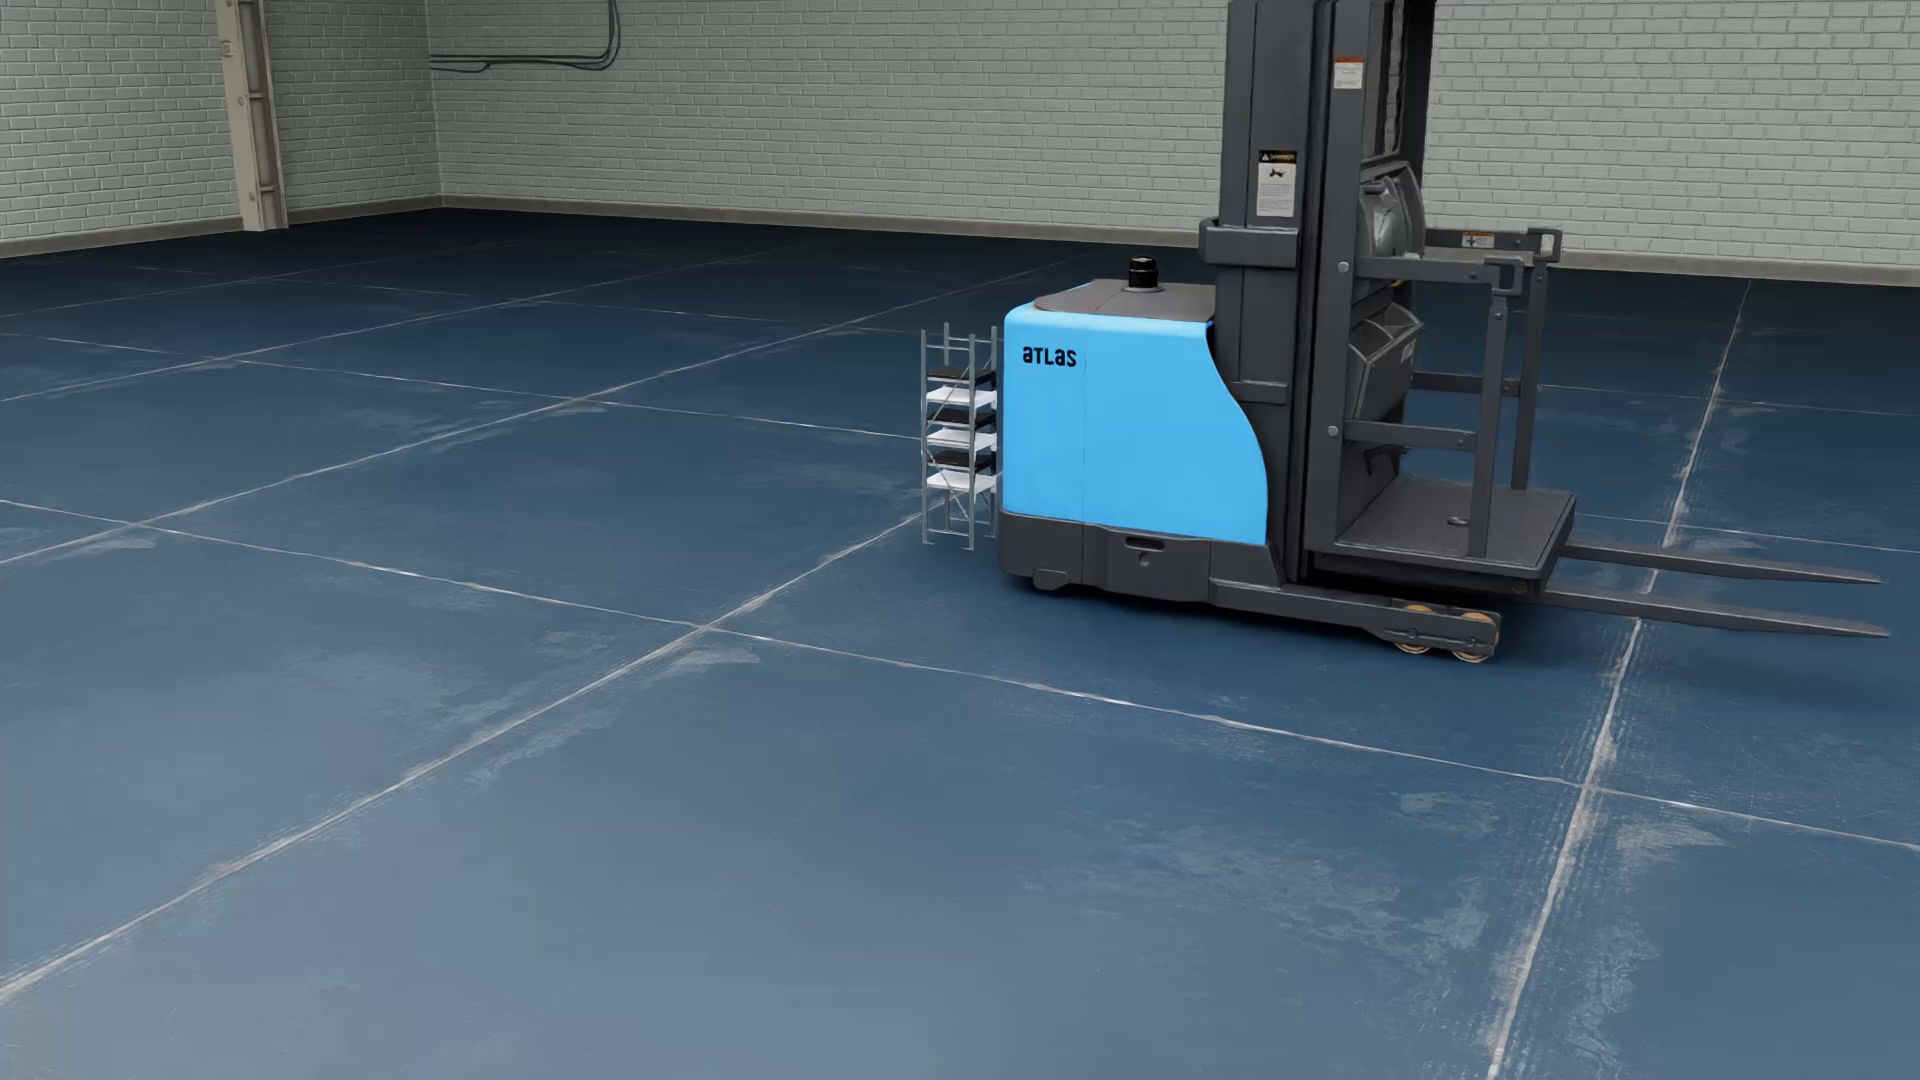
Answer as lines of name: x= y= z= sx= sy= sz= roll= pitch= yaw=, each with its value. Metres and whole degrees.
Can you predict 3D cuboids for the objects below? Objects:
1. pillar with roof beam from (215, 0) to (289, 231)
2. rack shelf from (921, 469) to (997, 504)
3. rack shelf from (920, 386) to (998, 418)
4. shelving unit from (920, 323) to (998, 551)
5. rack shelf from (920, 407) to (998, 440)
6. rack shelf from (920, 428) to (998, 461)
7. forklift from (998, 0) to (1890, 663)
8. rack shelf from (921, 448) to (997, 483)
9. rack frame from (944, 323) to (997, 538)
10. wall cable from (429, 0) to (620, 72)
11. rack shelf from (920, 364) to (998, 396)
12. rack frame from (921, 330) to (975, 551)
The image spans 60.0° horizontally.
pillar with roof beam: x=-4.066 y=-7.312 z=15.837 sx=9.100 sy=9.000 sz=0.400 roll=8 pitch=18 yaw=25
rack shelf: x=-0.004 y=-0.225 z=6.950 sx=0.258 sy=0.077 sz=0.200 roll=8 pitch=18 yaw=25
rack shelf: x=-0.004 y=-0.570 z=6.848 sx=0.258 sy=0.077 sz=0.200 roll=8 pitch=18 yaw=25
shelving unit: x=-0.004 y=-0.429 z=6.889 sx=0.258 sy=0.900 sz=0.210 roll=8 pitch=18 yaw=25
rack shelf: x=-0.004 y=-0.484 z=6.873 sx=0.258 sy=0.077 sz=0.200 roll=8 pitch=18 yaw=25
rack shelf: x=-0.004 y=-0.397 z=6.899 sx=0.258 sy=0.077 sz=0.200 roll=8 pitch=18 yaw=25
forklift: x=1.705 y=-1.163 z=5.791 sx=3.031 sy=2.935 sz=1.130 roll=8 pitch=18 yaw=25
rack shelf: x=-0.004 y=-0.311 z=6.924 sx=0.258 sy=0.077 sz=0.200 roll=8 pitch=18 yaw=25
rack frame: x=0.042 y=-0.455 z=6.976 sx=0.240 sy=0.900 sz=0.006 roll=8 pitch=18 yaw=25
wall cable: x=-5.418 y=-6.953 z=20.083 sx=3.097 sy=2.526 sz=0.112 roll=8 pitch=18 yaw=25
rack shelf: x=-0.004 y=-0.656 z=6.822 sx=0.258 sy=0.077 sz=0.200 roll=8 pitch=18 yaw=25
rack frame: x=-0.049 y=-0.403 z=6.802 sx=0.240 sy=0.900 sz=0.006 roll=8 pitch=18 yaw=25
